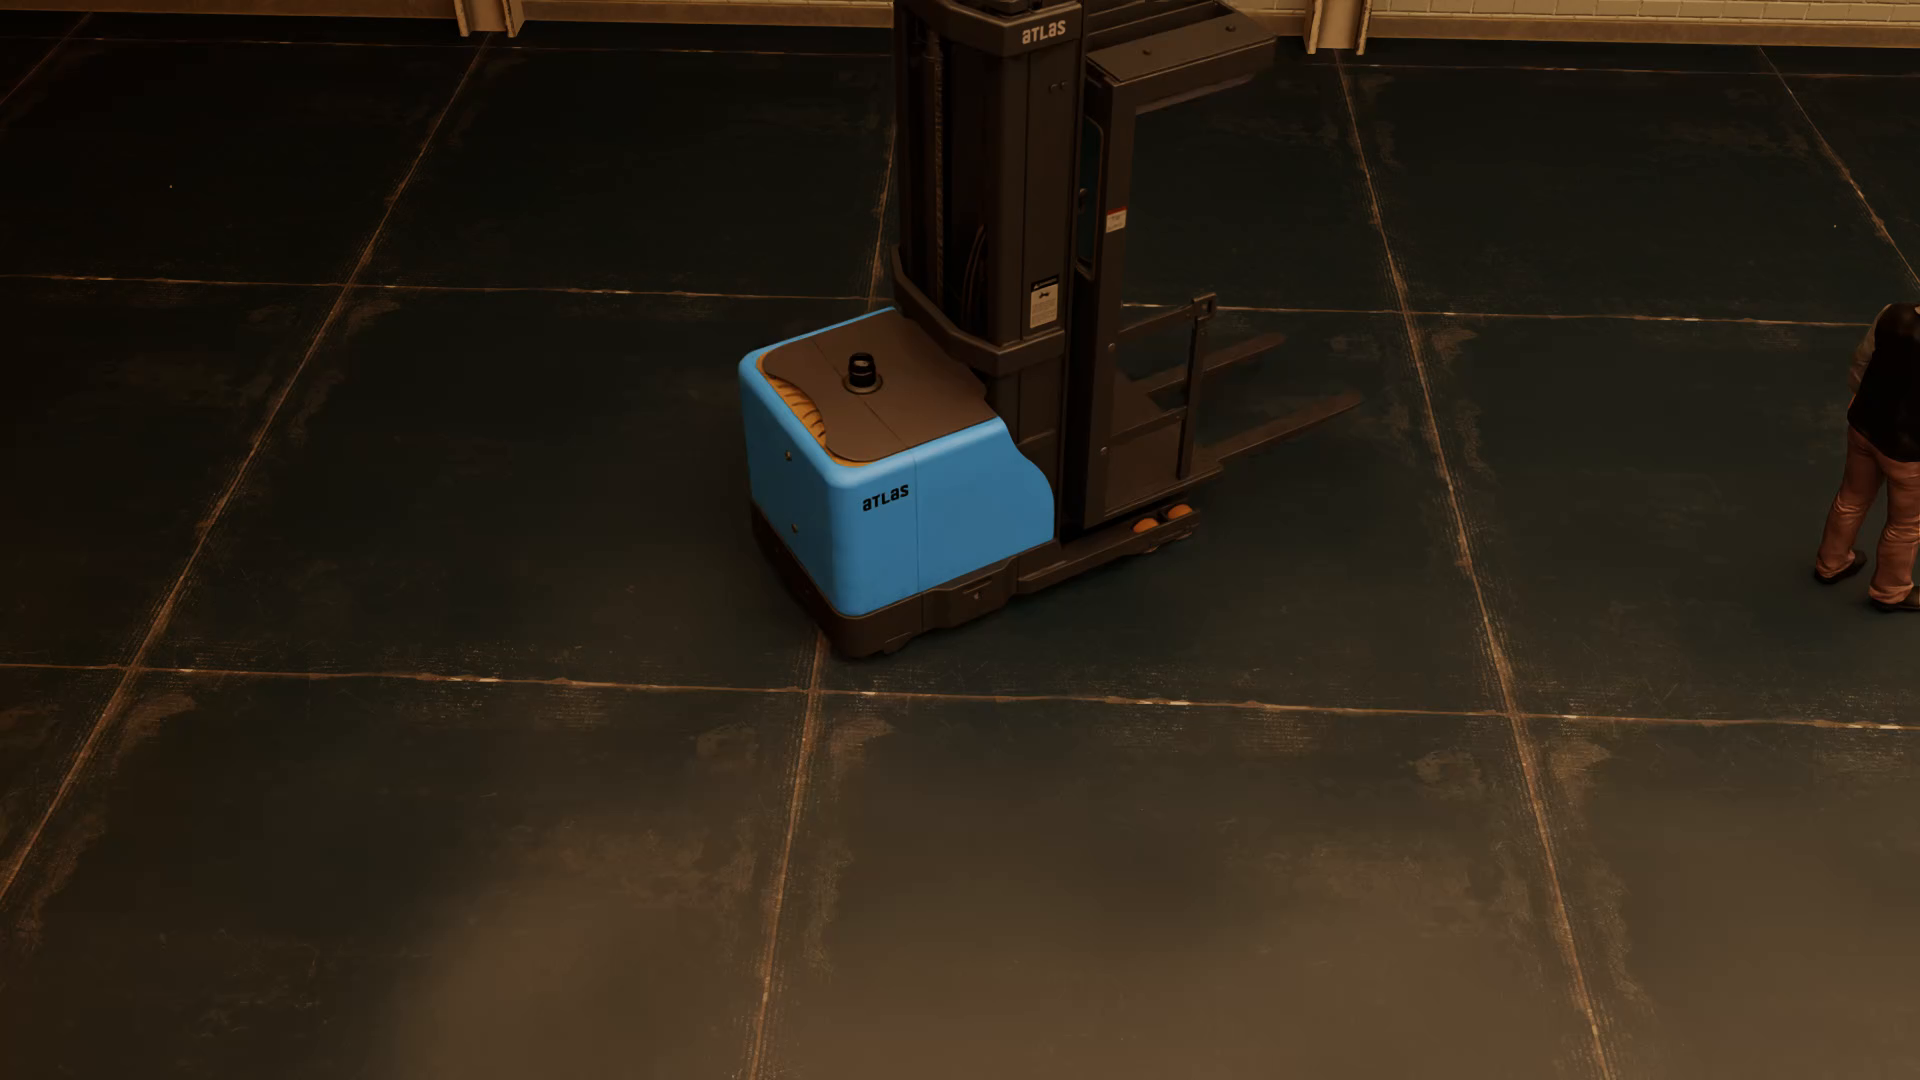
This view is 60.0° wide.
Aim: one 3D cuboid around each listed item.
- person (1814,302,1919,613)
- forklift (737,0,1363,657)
[{"bbox_3d":[4.088,-0.463,7.136,0.568,1.720,0.631,-14,44,-15],"label":"person"},{"bbox_3d":[0.554,-1.308,7.175,3.031,2.935,1.130,-21,47,-22],"label":"forklift"}]
